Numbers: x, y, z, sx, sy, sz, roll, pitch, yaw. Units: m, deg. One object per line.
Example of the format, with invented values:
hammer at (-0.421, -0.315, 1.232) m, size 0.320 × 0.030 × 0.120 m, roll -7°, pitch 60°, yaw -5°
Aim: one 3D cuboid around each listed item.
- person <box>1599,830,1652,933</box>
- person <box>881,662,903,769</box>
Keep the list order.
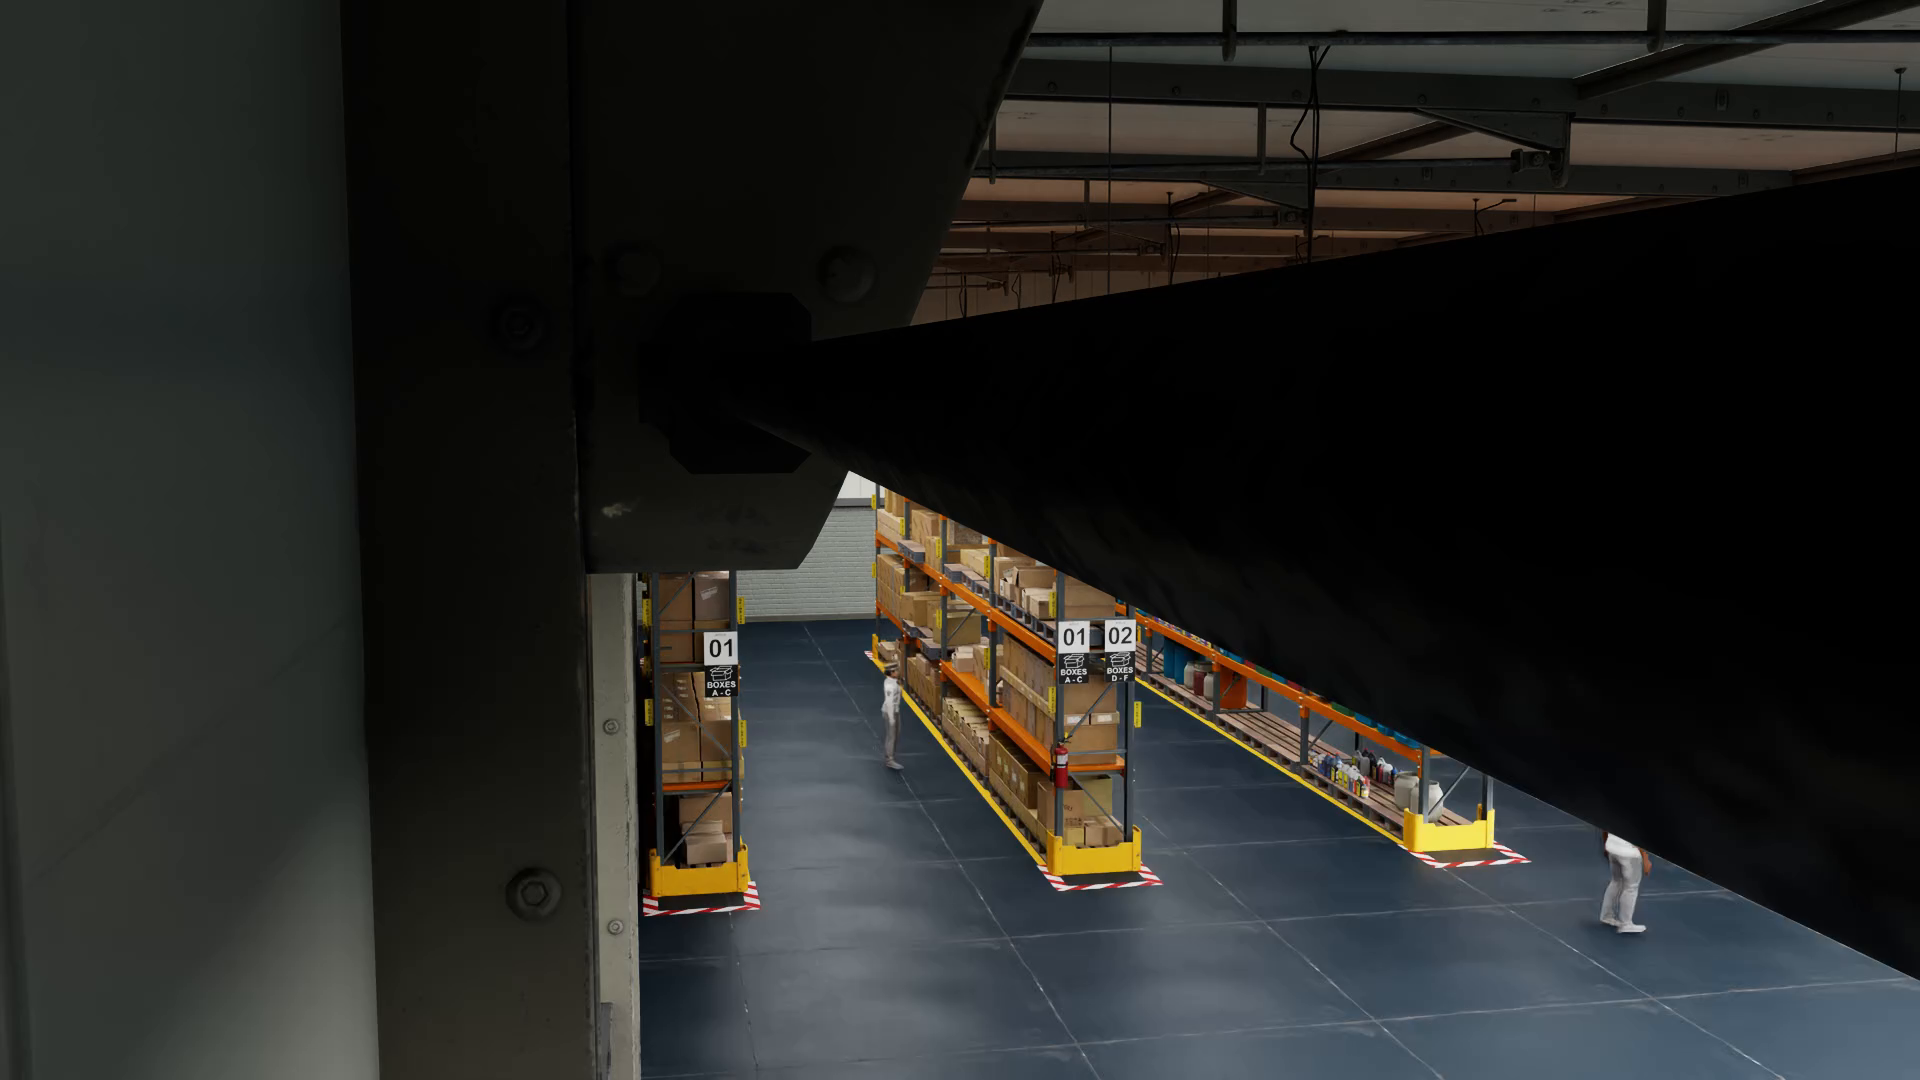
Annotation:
person at (7.525, 3.556, 18.751) m, size 0.387 × 1.798 × 0.655 m, roll -2°, pitch 6°, yaw -21°
person at (-1.080, 2.814, 26.527) m, size 0.353 × 1.755 × 0.560 m, roll 0°, pitch 6°, yaw 3°
